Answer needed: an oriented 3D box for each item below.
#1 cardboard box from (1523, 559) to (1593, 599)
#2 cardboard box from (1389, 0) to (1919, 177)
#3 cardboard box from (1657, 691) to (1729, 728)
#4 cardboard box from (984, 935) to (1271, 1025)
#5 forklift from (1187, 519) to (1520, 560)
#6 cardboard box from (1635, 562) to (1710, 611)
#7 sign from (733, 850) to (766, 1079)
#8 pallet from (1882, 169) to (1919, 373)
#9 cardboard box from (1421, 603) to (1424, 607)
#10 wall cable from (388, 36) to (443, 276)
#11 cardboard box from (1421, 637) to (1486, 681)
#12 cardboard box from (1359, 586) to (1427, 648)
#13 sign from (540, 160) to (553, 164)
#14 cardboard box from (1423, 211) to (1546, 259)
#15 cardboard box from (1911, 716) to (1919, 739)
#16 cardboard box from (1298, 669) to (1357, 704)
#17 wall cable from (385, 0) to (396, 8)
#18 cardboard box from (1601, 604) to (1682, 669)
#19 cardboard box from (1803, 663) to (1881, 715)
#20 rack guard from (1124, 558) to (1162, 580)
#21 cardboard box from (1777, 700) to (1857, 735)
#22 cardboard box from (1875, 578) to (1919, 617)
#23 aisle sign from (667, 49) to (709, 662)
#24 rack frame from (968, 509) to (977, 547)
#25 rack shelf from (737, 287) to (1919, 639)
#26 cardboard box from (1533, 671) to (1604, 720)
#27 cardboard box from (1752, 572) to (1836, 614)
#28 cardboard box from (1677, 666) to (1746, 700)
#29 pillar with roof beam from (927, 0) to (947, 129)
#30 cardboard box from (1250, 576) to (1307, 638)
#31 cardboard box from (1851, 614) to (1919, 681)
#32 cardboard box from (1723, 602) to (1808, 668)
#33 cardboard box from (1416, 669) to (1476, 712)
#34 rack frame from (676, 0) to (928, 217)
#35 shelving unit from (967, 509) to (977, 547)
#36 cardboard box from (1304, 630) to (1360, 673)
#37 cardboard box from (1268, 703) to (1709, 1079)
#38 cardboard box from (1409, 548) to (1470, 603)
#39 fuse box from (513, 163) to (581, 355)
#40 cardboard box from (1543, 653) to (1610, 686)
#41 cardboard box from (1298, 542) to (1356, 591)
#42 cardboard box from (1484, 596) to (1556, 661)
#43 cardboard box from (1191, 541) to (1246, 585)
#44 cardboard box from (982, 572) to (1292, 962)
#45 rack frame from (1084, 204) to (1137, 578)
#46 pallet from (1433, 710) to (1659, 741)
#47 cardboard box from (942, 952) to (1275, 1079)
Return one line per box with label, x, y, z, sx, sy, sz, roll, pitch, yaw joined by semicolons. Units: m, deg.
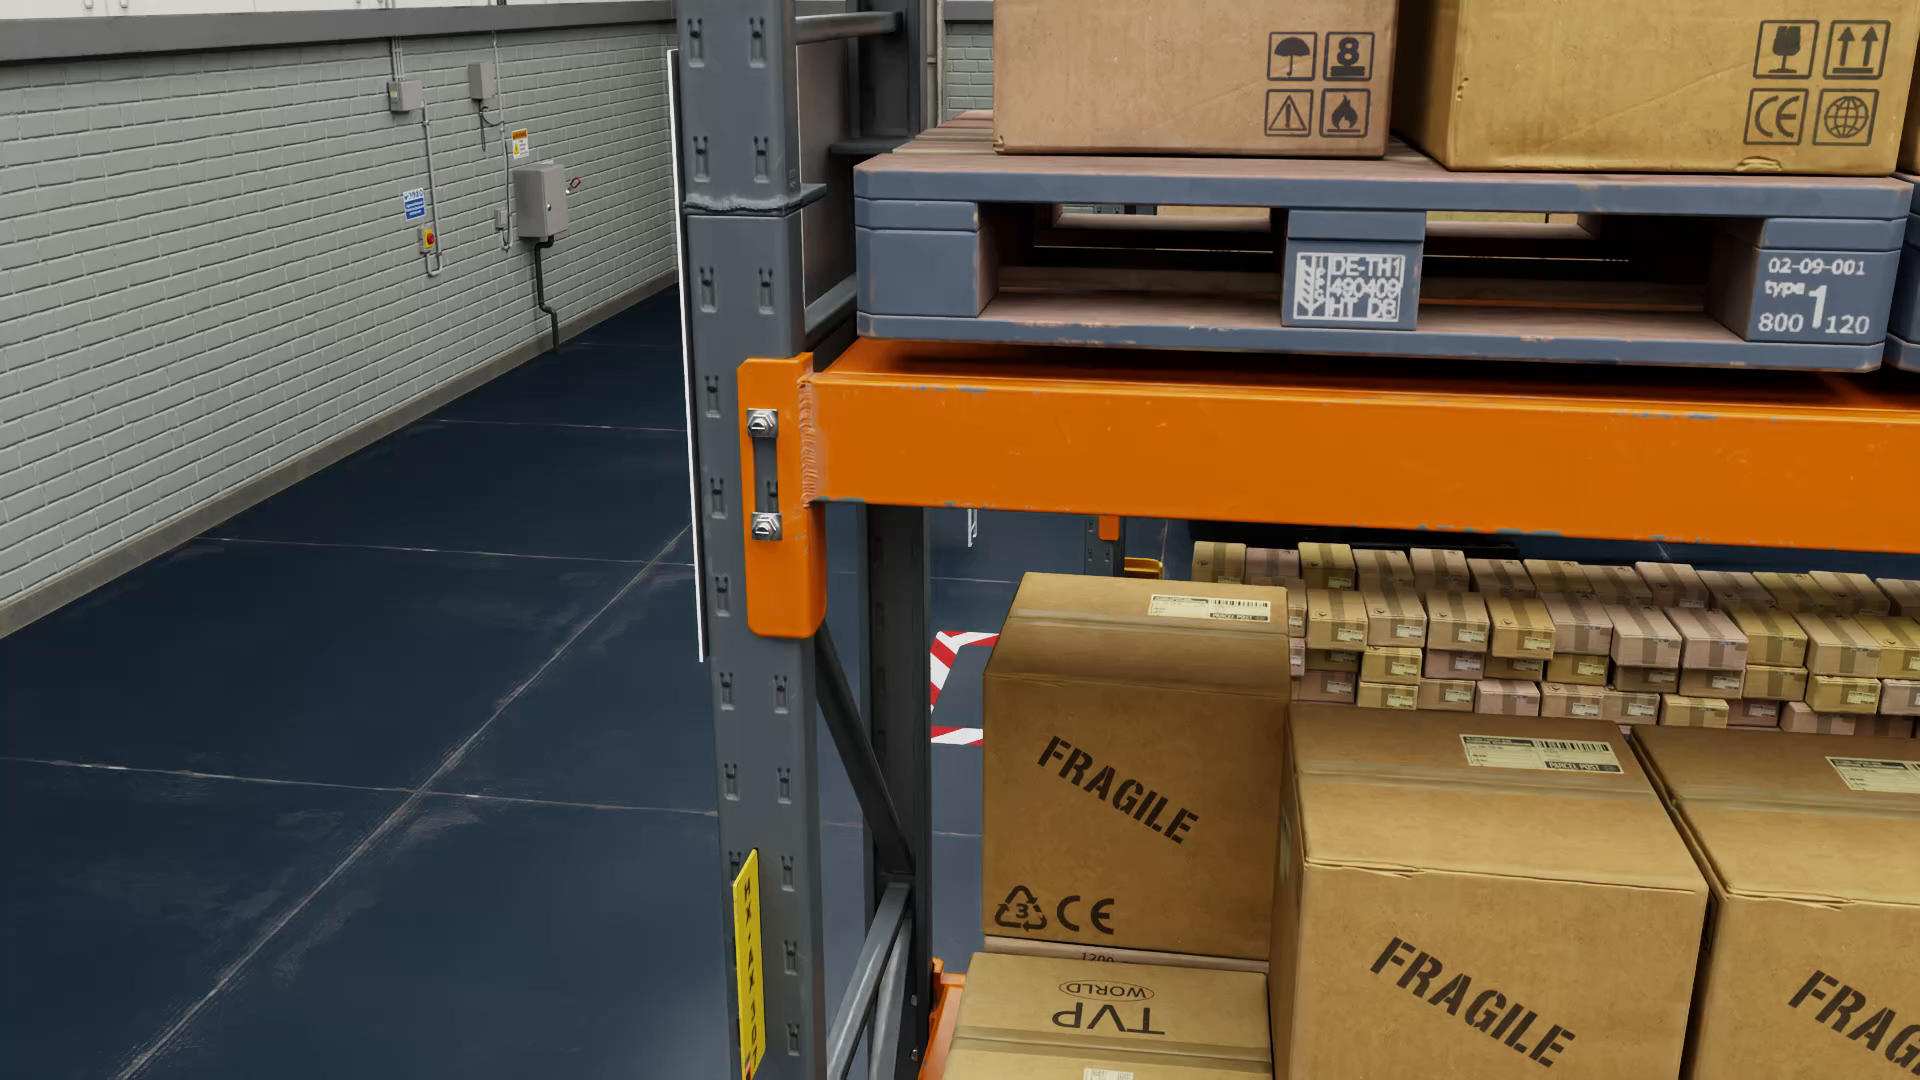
cardboard box;2.793;0.225;7.796;0.250;0.149;0.380;3;19;9
cardboard box;0.861;-0.770;2.173;0.500;0.500;0.700;2;19;7
cardboard box;3.176;0.711;7.281;0.250;0.149;0.380;3;19;9
cardboard box;0.323;0.742;3.125;0.500;0.250;0.500;3;19;8
forklift;2.930;-1.374;9.790;3.031;2.935;1.130;1;19;3
cardboard box;3.312;0.238;7.758;0.250;0.149;0.380;3;19;10
sign;-0.291;0.597;2.304;0.005;0.325;0.100;3;19;9
pallet;1.745;-0.415;2.228;1.213;0.211;1.003;3;19;9
cardboard box;2.282;0.319;7.985;0.250;0.149;0.380;3;19;9
wall cable;-4.196;-3.007;12.911;0.123;1.953;0.585;3;19;9
cardboard box;2.196;0.487;7.482;0.250;0.149;0.380;2;19;6
cardboard box;1.931;0.341;7.449;0.250;0.149;0.380;2;19;6
sign;-3.845;-3.281;15.531;0.001;0.494;0.329;3;19;9
cardboard box;2.100;-1.178;6.895;0.500;0.500;0.500;2;19;7
cardboard box;4.198;0.763;7.125;0.250;0.149;0.380;3;19;9
cardboard box;1.674;0.600;7.615;0.250;0.149;0.380;3;19;9
wall cable;-4.286;-5.277;11.891;0.029;3.000;0.463;3;19;9
cardboard box;2.947;0.415;7.228;0.250;0.149;0.380;2;19;7
cardboard box;3.741;0.601;7.141;0.250;0.149;0.380;2;19;7
rack guard;0.764;0.511;7.987;0.348;0.500;1.175;3;19;9
cardboard box;3.683;0.731;7.222;0.250;0.149;0.380;2;19;7
cardboard box;4.331;0.312;7.537;0.250;0.149;0.380;4;19;11
aisle sign;-0.316;-0.271;2.290;0.004;0.787;0.394;3;19;9
rack frame;0.077;-0.565;10.101;0.015;1.200;0.240;3;19;9
rack shelf;1.778;-0.110;2.310;4.000;0.370;1.077;3;19;9
cardboard box;2.685;0.675;7.388;0.250;0.149;0.380;3;19;9
cardboard box;3.811;0.282;7.626;0.250;0.149;0.380;3;19;8
cardboard box;3.254;0.551;7.290;0.250;0.149;0.380;3;19;10
pillar with roof beam;-1.044;-5.703;13.166;0.400;9.000;9.100;3;19;9
cardboard box;1.444;0.302;7.567;0.250;0.149;0.380;3;19;10
cardboard box;3.988;0.457;7.102;0.250;0.149;0.380;3;19;9
cardboard box;3.497;0.410;7.245;0.250;0.149;0.380;4;19;10
cardboard box;2.176;0.630;7.525;0.250;0.149;0.380;3;19;9
rack frame;-0.197;-1.974;2.021;0.127;3.000;1.000;3;19;9
shelving unit;-0.163;-0.577;10.138;0.503;1.200;0.258;3;19;9
cardboard box;1.683;0.457;7.573;0.250;0.149;0.380;3;19;9
cardboard box;0.728;0.579;2.430;0.500;0.500;0.500;2;19;7
cardboard box;2.287;0.173;7.952;0.250;0.149;0.380;4;19;11
fuse box;-3.719;-2.550;15.227;0.414;1.711;0.539;3;19;9
cardboard box;2.736;0.505;7.430;0.250;0.149;0.380;4;19;11
cardboard box;1.767;0.144;8.039;0.250;0.149;0.380;3;19;7
cardboard box;2.455;0.386;7.316;0.250;0.149;0.380;3;19;9
cardboard box;1.252;0.140;8.050;0.250;0.149;0.380;3;19;9
cardboard box;0.326;0.388;3.003;0.500;0.500;0.500;3;19;9
rack frame;0.689;-0.678;7.601;0.127;3.000;1.000;3;19;9
pallet;2.762;0.763;7.691;1.213;0.211;1.003;3;19;9
cardboard box;0.234;0.910;2.624;0.500;0.250;0.500;2;19;7
